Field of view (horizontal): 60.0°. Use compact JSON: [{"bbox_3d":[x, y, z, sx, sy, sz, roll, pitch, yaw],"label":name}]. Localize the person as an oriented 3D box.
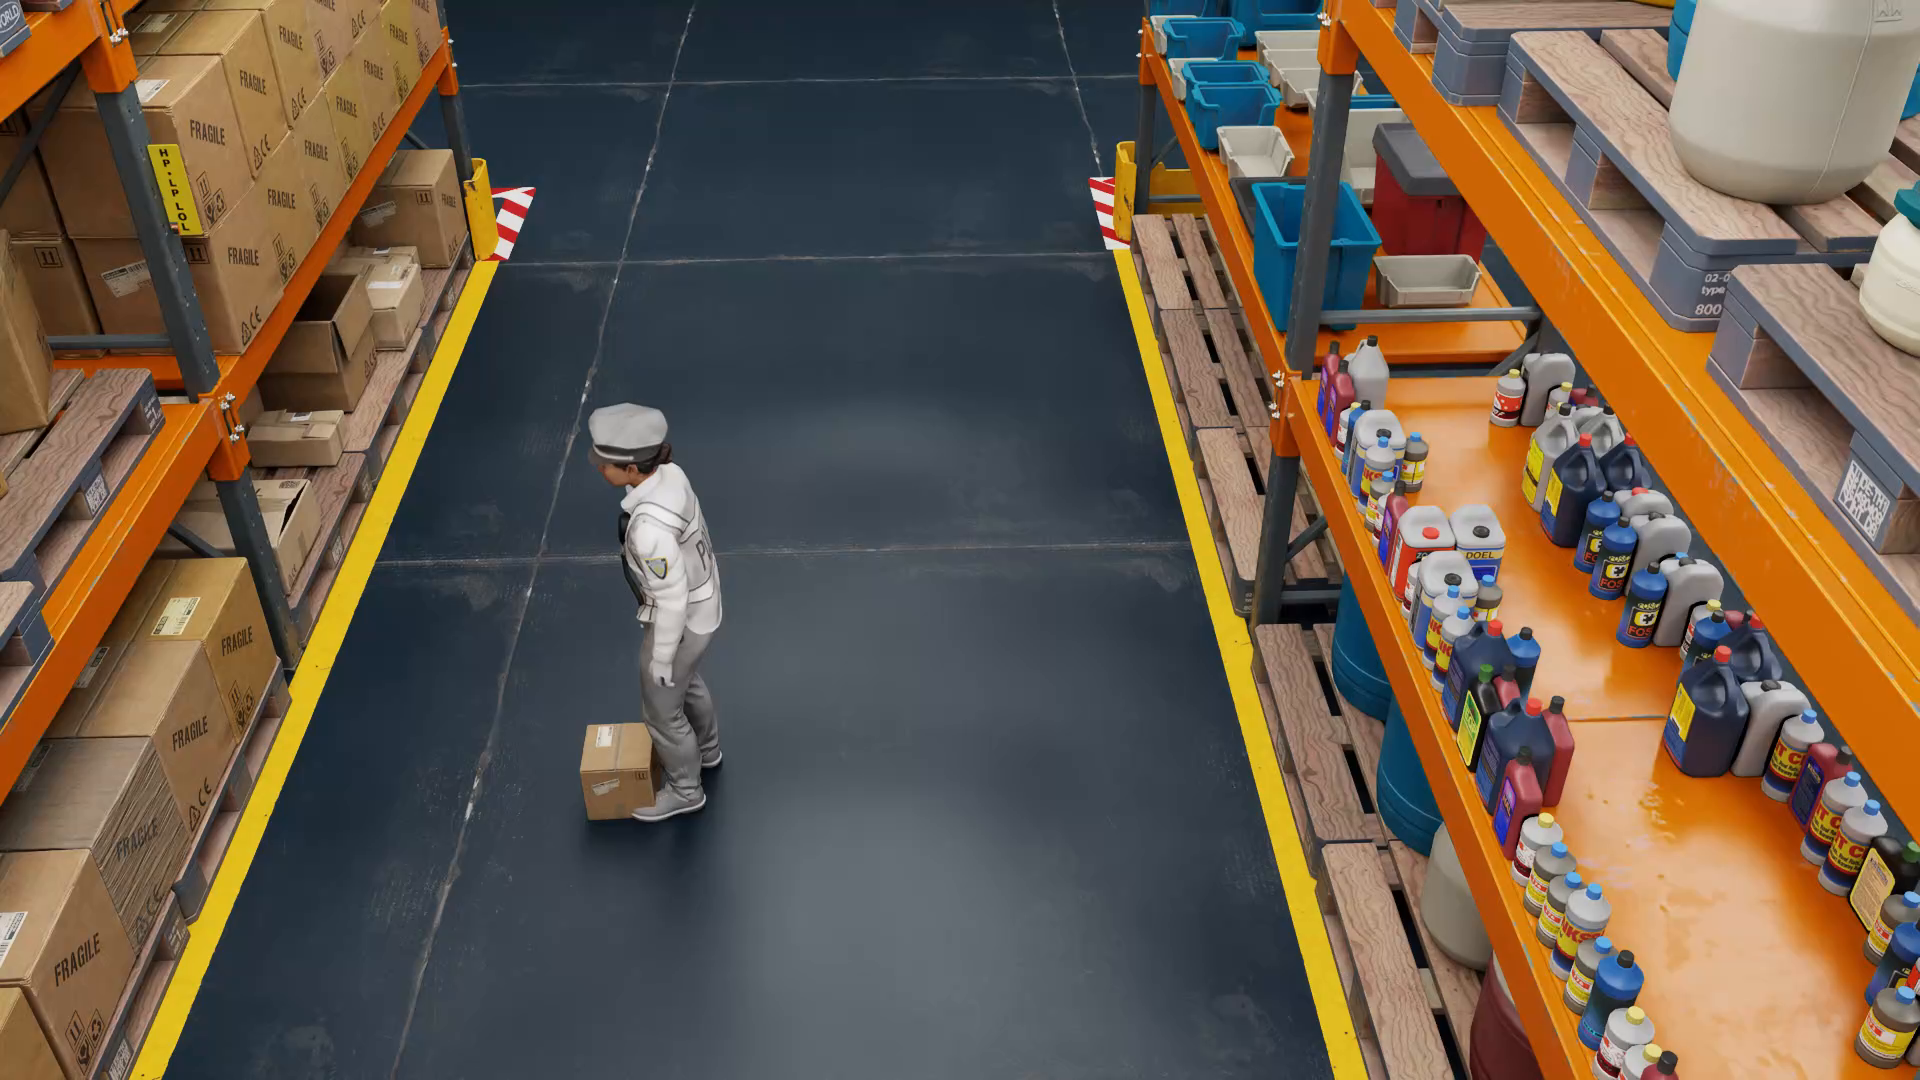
[{"bbox_3d":[-1.030,0.273,5.761,0.415,1.661,0.536,-3,36,-5],"label":"person"}]
